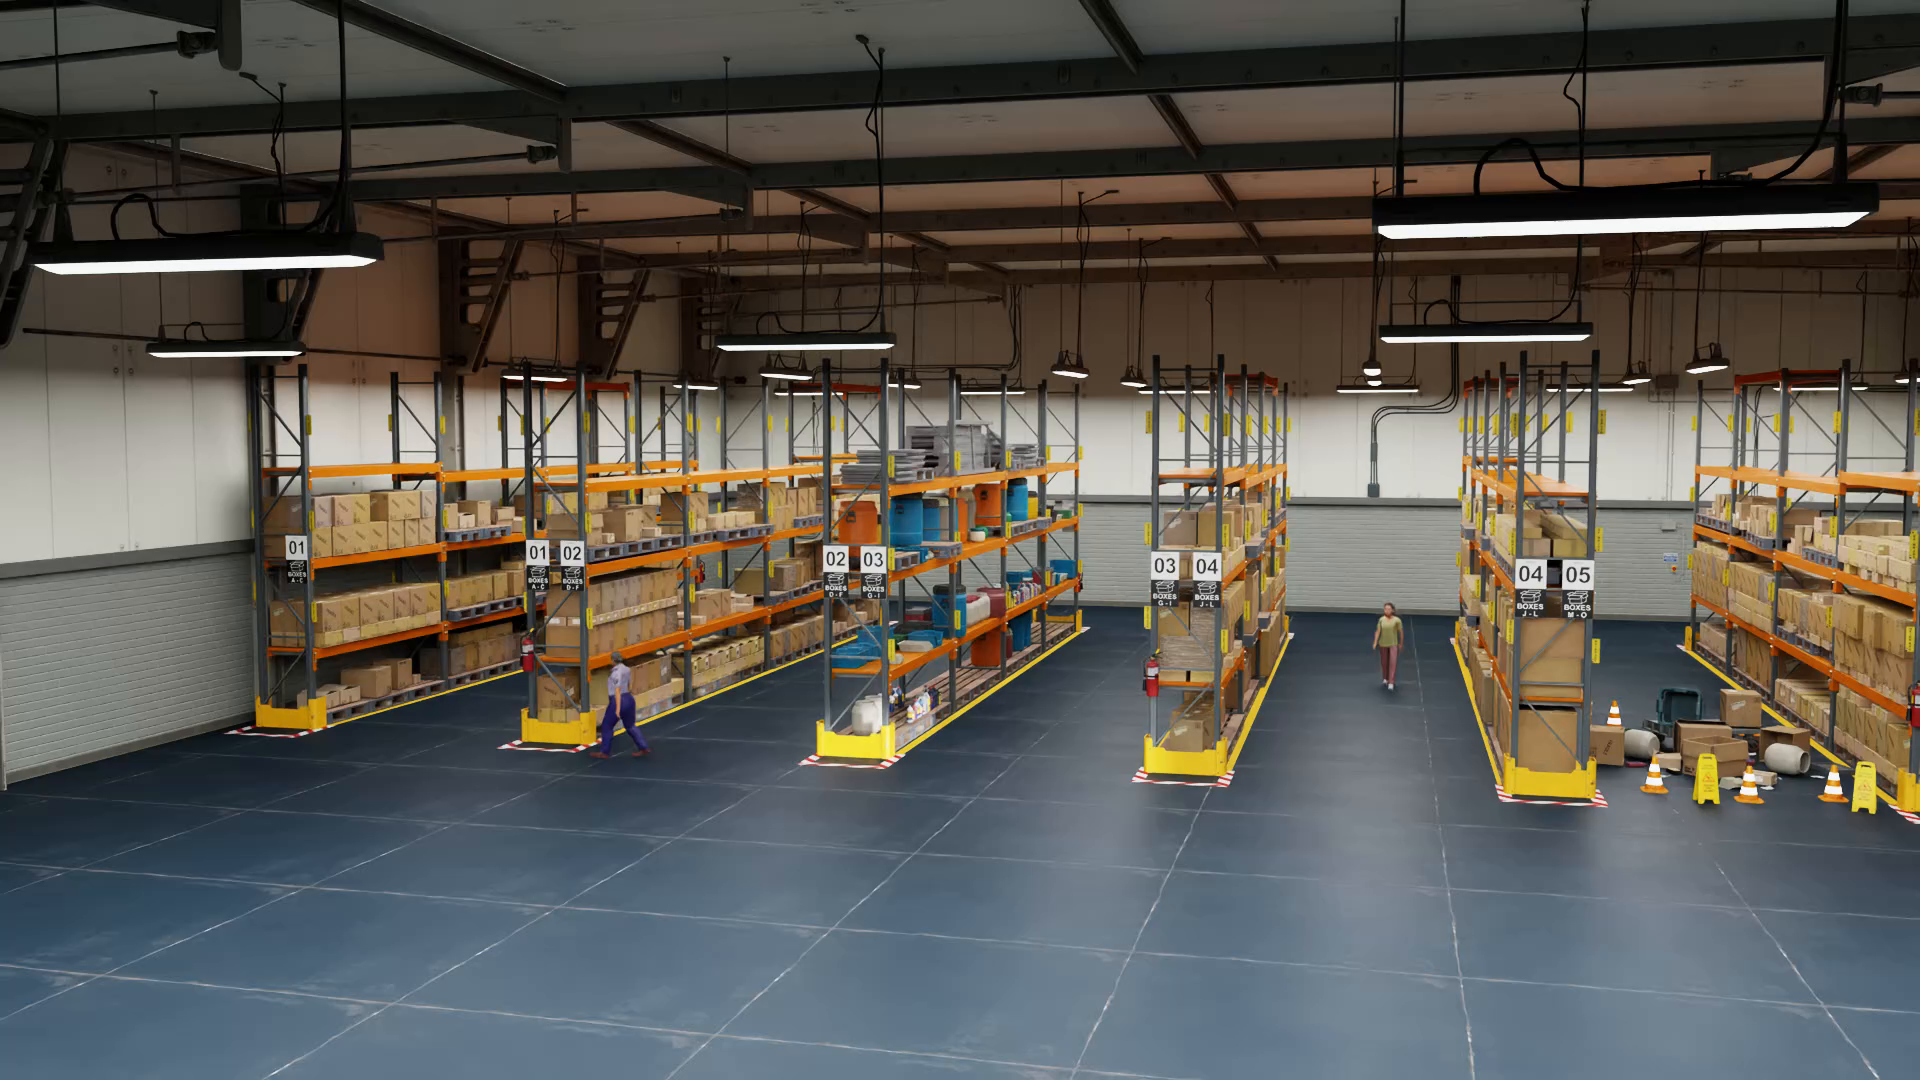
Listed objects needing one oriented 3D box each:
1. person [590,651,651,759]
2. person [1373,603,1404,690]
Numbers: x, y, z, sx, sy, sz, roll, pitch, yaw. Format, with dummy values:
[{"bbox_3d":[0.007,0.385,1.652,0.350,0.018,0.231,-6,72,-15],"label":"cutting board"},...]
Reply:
[{"bbox_3d":[-5.112,2.473,25.033,0.853,1.614,0.516,1,4,16],"label":"person"},{"bbox_3d":[8.141,1.995,31.592,0.548,1.604,1.060,1,4,17],"label":"person"}]
